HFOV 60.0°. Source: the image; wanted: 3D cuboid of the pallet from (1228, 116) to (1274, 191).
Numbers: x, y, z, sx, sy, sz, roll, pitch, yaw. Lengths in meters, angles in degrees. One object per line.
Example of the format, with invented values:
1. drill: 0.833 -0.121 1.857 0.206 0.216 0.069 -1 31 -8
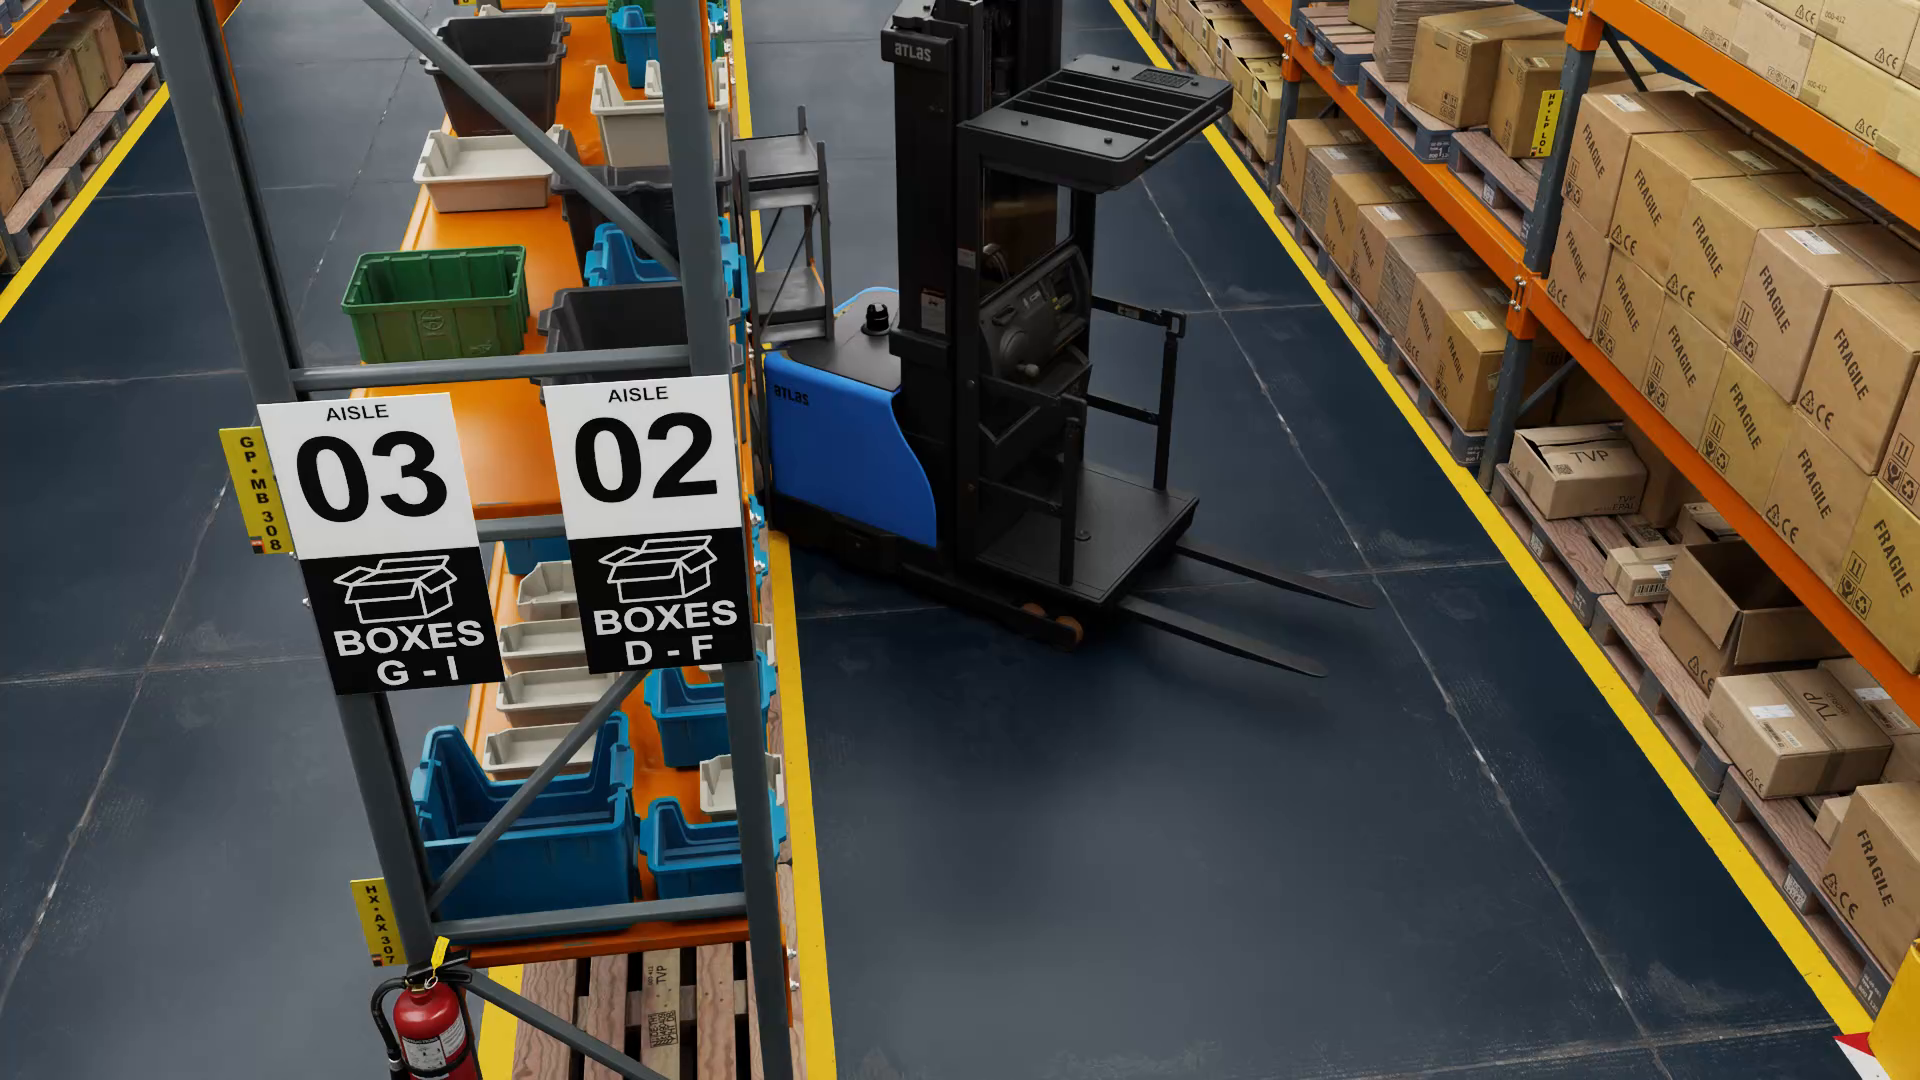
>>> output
1. pallet: 2.759 -3.108 13.123 1.003 0.211 1.213 -4 35 -6

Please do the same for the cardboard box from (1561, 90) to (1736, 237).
1. cardboard box: 3.154 -1.736 7.657 0.500 0.500 0.500 -4 34 -5

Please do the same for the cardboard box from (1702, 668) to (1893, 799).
1. cardboard box: 3.492 0.804 6.958 0.500 0.250 0.500 -4 35 -6

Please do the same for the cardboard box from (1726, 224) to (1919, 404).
1. cardboard box: 3.363 -0.873 6.391 0.500 0.500 0.500 -3 34 -5

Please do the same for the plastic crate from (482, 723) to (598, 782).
1. plastic crate: -1.291 0.682 5.266 0.396 0.136 0.243 -4 35 -6

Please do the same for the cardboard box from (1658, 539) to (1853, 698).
1. cardboard box: 3.627 0.332 7.425 0.797 0.503 0.637 -4 35 -6

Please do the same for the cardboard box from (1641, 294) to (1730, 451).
1. cardboard box: 3.305 -0.737 7.079 0.500 0.500 0.500 -5 35 -7

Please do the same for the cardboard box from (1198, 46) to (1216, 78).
1. cardboard box: 2.310 -3.965 13.974 0.500 0.250 0.500 -4 34 -5

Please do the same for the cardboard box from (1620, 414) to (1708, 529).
1. cardboard box: 3.727 -0.418 8.529 0.500 0.500 0.500 -4 35 -6

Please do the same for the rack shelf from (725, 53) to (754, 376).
1. rack shelf: -1.808 -2.011 9.677 1.077 0.370 4.000 -4 35 -6

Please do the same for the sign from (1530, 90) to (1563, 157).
1. sign: 2.820 -2.000 7.993 0.100 0.325 0.005 -4 35 -6

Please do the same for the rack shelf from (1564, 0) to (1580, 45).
1. rack shelf: 3.100 -3.624 9.380 1.077 0.370 4.000 -4 35 -6

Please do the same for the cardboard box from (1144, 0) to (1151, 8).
1. cardboard box: 2.015 -5.310 15.946 0.500 0.250 0.500 -4 35 -6

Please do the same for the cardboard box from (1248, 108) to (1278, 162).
1. cardboard box: 2.519 -3.110 12.719 0.500 0.250 0.500 -4 34 -5

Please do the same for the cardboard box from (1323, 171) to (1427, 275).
1. cardboard box: 2.748 -2.099 10.996 0.500 0.500 0.500 -5 35 -7

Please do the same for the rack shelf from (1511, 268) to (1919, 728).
1. rack shelf: 3.638 -0.152 6.949 1.077 0.370 4.000 -4 35 -6

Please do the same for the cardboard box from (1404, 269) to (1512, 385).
1. cardboard box: 2.961 -1.245 9.742 0.500 0.500 0.500 -4 35 -6

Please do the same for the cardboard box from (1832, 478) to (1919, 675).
1. cardboard box: 3.504 0.107 5.841 0.500 0.500 0.500 -4 34 -6

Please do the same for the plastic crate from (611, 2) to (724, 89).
1. plastic crate: -1.101 -1.879 6.329 0.416 0.233 0.300 -4 35 -6

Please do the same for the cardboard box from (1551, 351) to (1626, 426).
1. cardboard box: 3.546 -1.003 9.387 0.500 0.500 0.500 -6 35 -9

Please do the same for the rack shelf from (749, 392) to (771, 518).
1. rack shelf: -0.882 -0.492 8.833 0.431 0.518 0.480 -9 35 -12

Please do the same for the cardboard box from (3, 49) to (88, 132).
1. cardboard box: -7.341 -3.507 13.061 0.700 0.500 0.500 -7 35 -10

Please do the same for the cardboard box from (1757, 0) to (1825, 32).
1. cardboard box: 3.313 -2.101 6.195 0.500 0.250 0.500 -4 35 -6

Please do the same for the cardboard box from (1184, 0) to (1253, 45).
1. cardboard box: 2.235 -4.481 14.233 0.500 0.311 0.500 -5 35 -8

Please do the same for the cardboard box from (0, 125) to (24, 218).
1. cardboard box: -7.095 -2.571 11.688 0.700 0.500 0.500 -6 35 -9

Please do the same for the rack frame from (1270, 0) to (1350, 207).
1. rack frame: 2.832 -3.798 11.659 1.000 3.000 0.127 -4 35 -6

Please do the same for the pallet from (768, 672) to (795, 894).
1. pallet: -1.235 1.049 7.023 1.003 0.211 1.213 -4 35 -6

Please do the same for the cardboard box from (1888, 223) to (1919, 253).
1. cardboard box: 3.900 -0.910 6.445 0.500 0.500 0.500 -5 35 -7

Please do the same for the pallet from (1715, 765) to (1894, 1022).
1. pallet: 3.789 1.332 6.609 1.003 0.211 1.213 -4 35 -6

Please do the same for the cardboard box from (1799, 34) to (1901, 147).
1. cardboard box: 3.389 -1.616 5.927 0.500 0.250 0.500 -4 35 -6

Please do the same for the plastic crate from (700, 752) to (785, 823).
1. plastic crate: -0.670 0.776 5.129 0.250 0.136 0.298 -4 35 -6

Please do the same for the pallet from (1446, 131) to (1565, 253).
1. pallet: 3.370 -1.941 9.104 1.003 0.211 1.213 -4 35 -6

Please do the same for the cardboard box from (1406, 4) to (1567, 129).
1. cardboard box: 3.071 -2.762 9.677 0.700 0.500 0.500 -13 36 -18

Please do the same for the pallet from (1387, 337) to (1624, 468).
1. pallet: 3.223 -0.864 9.831 1.003 0.211 1.213 -4 35 -6

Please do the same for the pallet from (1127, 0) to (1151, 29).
1. pallet: 2.228 -5.325 16.376 1.003 0.211 1.213 -4 35 -6

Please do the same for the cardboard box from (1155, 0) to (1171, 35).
1. cardboard box: 2.102 -4.823 15.233 0.500 0.250 0.500 -5 35 -8

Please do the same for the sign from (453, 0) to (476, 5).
1. sign: -2.085 -2.395 6.930 0.100 0.325 0.005 -4 35 -6

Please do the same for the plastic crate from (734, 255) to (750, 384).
1. plastic crate: -1.139 -0.976 7.480 0.392 0.384 0.575 -4 35 -6

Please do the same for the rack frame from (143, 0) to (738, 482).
1. rack frame: -1.001 -1.440 2.872 1.000 3.000 0.127 -4 35 -6

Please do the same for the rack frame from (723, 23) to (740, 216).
1. rack frame: -2.077 -3.425 11.112 1.000 3.000 0.127 -4 35 -6

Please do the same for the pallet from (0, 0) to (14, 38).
1. pallet: -7.187 -3.360 11.187 1.213 0.211 1.003 -4 35 -6

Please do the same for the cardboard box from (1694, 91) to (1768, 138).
1. cardboard box: 3.694 -1.758 7.689 0.500 0.500 0.500 -4 34 -6

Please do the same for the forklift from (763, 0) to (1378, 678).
1. forklift: 0.533 -1.023 7.649 3.031 2.935 1.130 19 39 26

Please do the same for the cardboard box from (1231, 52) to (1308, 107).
1. cardboard box: 2.441 -3.630 12.984 0.500 0.311 0.500 -5 35 -7

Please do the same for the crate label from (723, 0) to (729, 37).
1. crate label: -1.763 -3.619 11.546 0.303 0.233 0.416 -4 35 -6

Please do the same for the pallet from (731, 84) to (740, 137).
1. pallet: -2.304 -3.387 13.533 1.003 0.211 1.213 -4 35 -6

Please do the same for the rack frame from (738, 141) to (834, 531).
1. rack frame: -0.820 -0.946 8.234 0.400 2.100 0.015 -9 35 -12

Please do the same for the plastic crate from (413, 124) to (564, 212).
1. plastic crate: -1.525 -1.225 5.455 0.437 0.136 0.530 -4 35 -6

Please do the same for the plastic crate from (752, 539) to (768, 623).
1. plastic crate: -0.885 0.186 5.908 0.416 0.233 0.300 -4 35 -6

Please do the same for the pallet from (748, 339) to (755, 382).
1. pallet: -1.769 -1.156 10.259 1.003 0.211 1.213 -4 35 -6

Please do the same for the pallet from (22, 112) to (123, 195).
1. pallet: -7.250 -3.013 12.984 1.003 0.211 1.213 -4 35 -6

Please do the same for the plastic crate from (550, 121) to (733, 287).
1. plastic crate: -0.935 -1.048 5.015 0.504 0.338 0.767 -4 35 -6

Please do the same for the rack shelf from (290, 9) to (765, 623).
1. rack shelf: -1.270 -1.019 5.557 1.077 0.370 4.000 -4 35 -6

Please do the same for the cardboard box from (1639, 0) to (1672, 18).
1. cardboard box: 3.190 -2.453 7.156 0.500 0.250 0.500 -4 35 -6

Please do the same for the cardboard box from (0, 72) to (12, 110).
1. cardboard box: -7.187 -3.175 11.909 0.500 0.250 0.500 -1 34 -1

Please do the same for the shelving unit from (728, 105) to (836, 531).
1. shelving unit: -0.883 -1.080 8.429 0.431 2.100 0.503 -9 35 -12

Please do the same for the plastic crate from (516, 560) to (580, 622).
1. plastic crate: -1.435 0.202 5.971 0.298 0.136 0.250 -4 35 -6
